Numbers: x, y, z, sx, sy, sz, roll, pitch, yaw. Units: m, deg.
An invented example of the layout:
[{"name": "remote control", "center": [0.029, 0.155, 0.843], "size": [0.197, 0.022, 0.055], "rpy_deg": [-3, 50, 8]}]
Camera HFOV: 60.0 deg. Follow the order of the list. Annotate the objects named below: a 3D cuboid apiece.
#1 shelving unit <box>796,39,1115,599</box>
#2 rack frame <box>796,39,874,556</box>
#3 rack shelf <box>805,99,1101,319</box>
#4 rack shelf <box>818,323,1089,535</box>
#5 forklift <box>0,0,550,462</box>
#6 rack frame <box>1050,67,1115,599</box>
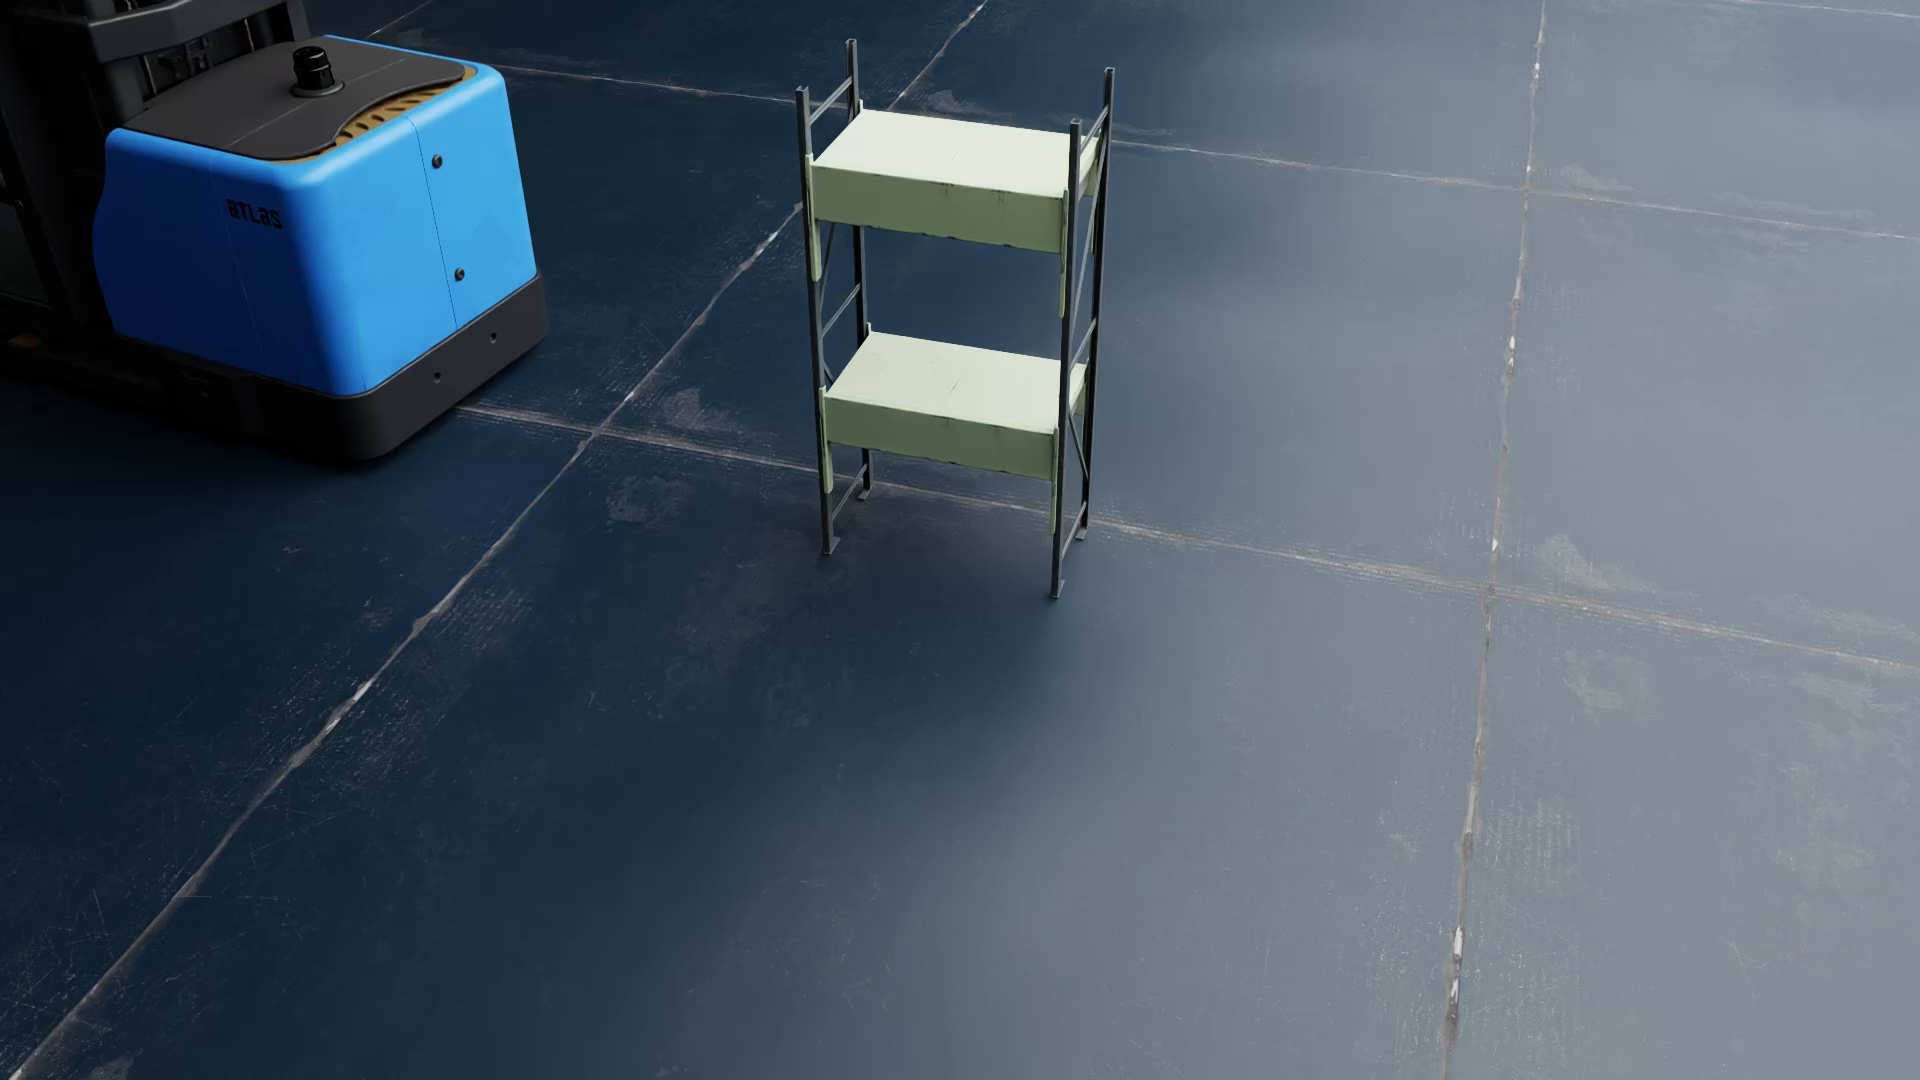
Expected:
[{"name": "shelving unit", "center": [-0.006, -0.605, 4.807], "size": [0.755, 1.500, 0.431], "rpy_deg": [10, 38, 14]}, {"name": "rack frame", "center": [-0.356, -0.670, 4.895], "size": [0.023, 1.500, 0.400], "rpy_deg": [10, 38, 14]}, {"name": "rack shelf", "center": [-0.006, -0.919, 4.576], "size": [0.720, 0.370, 0.431], "rpy_deg": [10, 38, 14]}, {"name": "rack shelf", "center": [-0.006, -0.343, 5.000], "size": [0.720, 0.370, 0.431], "rpy_deg": [10, 38, 14]}, {"name": "forklift", "center": [-3.082, -2.028, 5.533], "size": [3.031, 2.935, 1.130], "rpy_deg": [16, 39, 20]}, {"name": "rack frame", "center": [0.343, -0.541, 4.719], "size": [0.023, 1.500, 0.400], "rpy_deg": [10, 38, 14]}]
